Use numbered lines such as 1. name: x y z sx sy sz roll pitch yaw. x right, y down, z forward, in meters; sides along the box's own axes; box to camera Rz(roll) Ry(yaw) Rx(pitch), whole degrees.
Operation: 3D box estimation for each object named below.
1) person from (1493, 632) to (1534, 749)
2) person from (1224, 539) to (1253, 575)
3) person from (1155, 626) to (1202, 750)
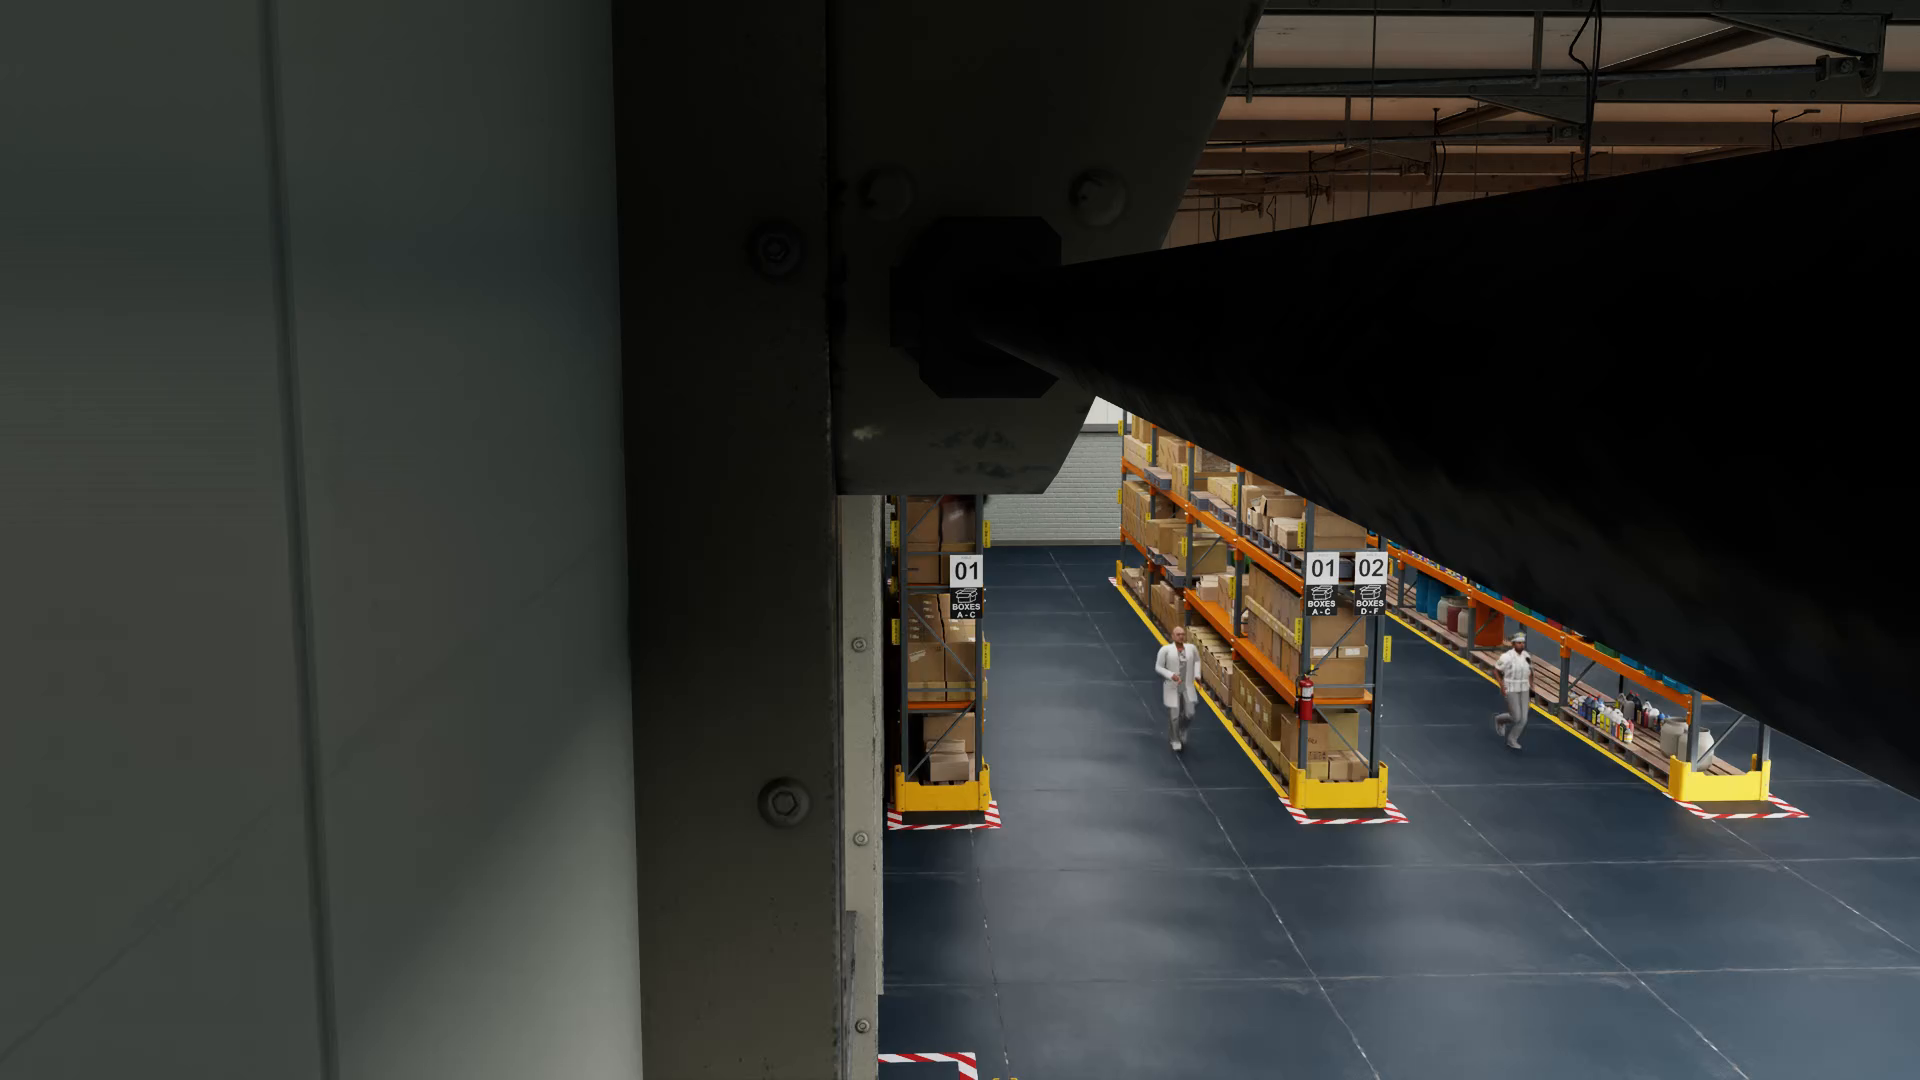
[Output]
1. person: 7.789 2.095 23.291 0.574 1.649 0.561 -2 9 -13
2. person: 5.955 0.223 35.601 0.667 1.762 0.624 -1 8 -6
3. person: 3.065 2.074 23.132 0.698 1.739 0.622 -1 8 -7
